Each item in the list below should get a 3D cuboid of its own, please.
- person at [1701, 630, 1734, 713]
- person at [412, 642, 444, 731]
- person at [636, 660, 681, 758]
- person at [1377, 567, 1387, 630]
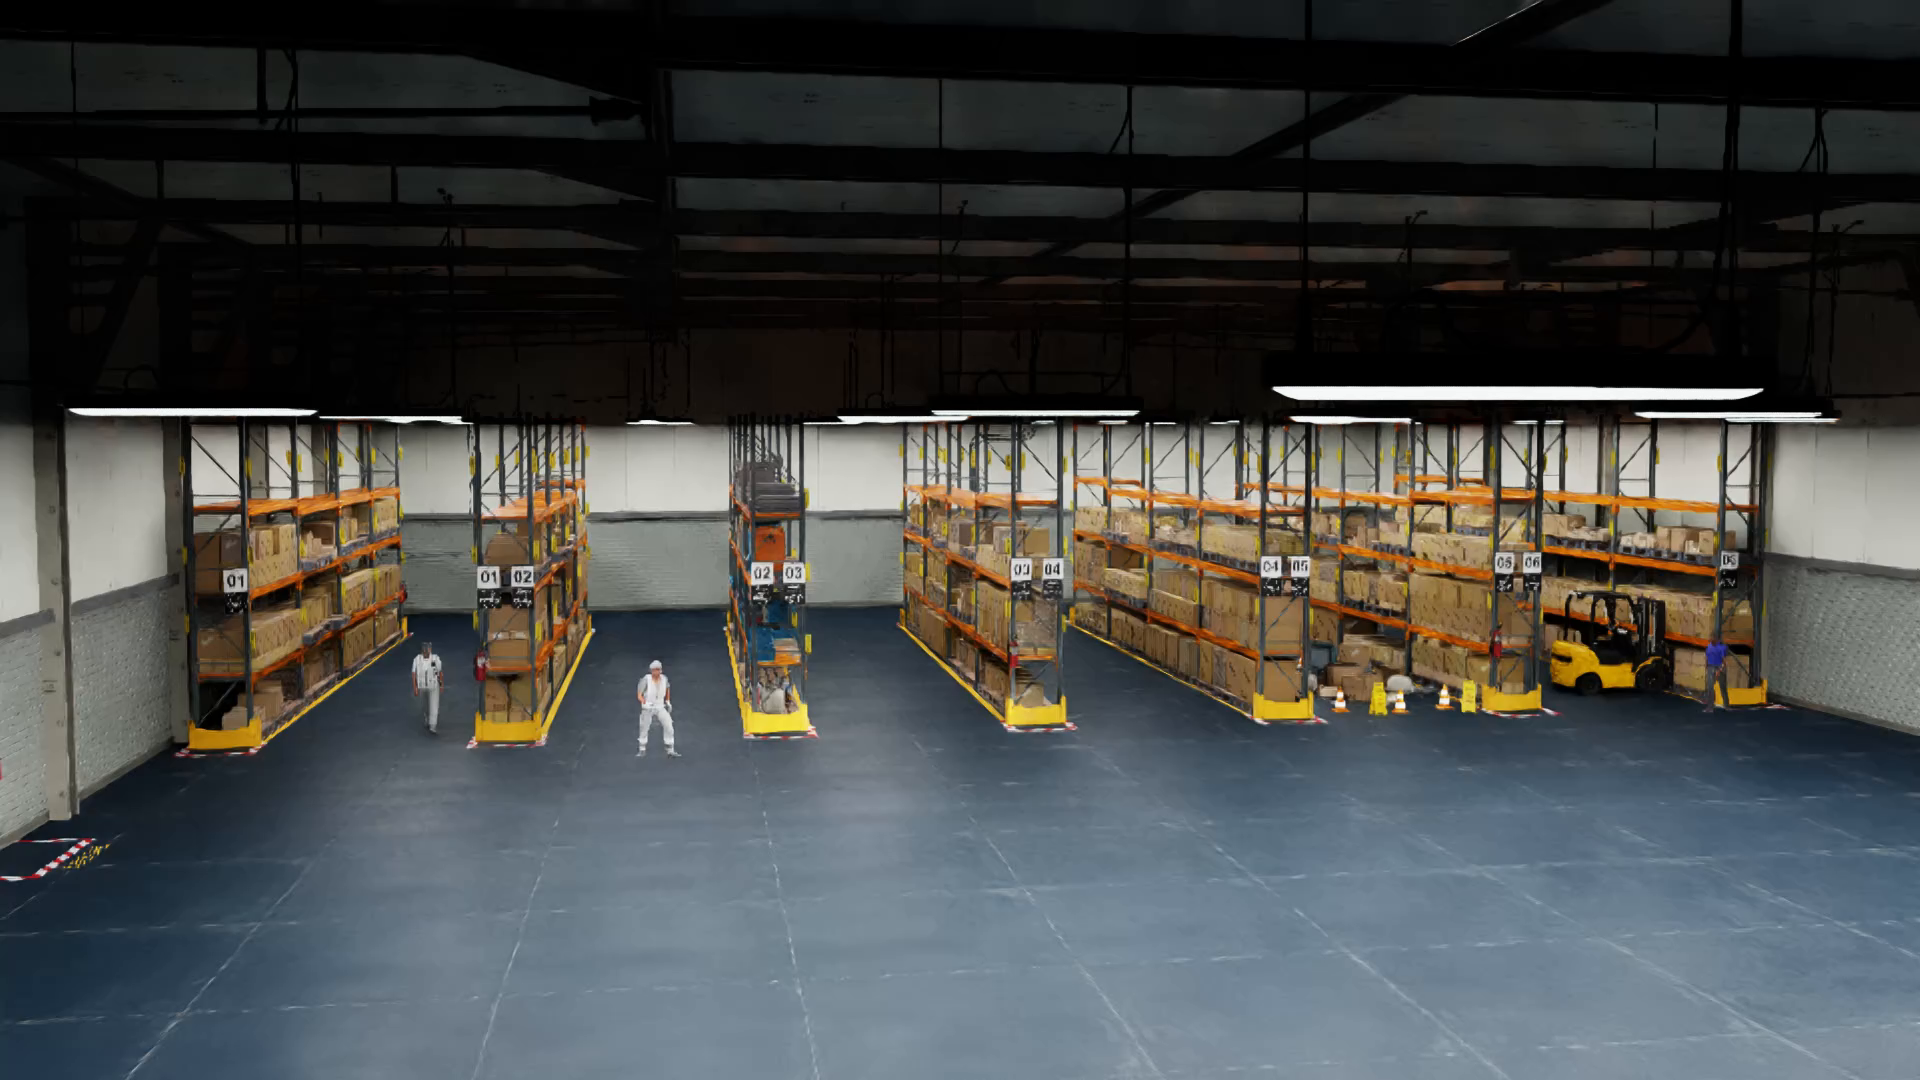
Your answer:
[{"bbox_3d":[15.216,2.641,33.384,0.683,1.627,0.488,-3,5,-38],"label":"person"},{"bbox_3d":[-10.049,2.739,31.347,0.542,1.669,1.126,0,4,-7],"label":"person"},{"bbox_3d":[-5.262,2.903,28.682,0.688,1.719,0.822,-2,4,-26],"label":"person"},{"bbox_3d":[11.812,1.637,47.012,0.515,1.806,0.626,1,4,9],"label":"person"}]
